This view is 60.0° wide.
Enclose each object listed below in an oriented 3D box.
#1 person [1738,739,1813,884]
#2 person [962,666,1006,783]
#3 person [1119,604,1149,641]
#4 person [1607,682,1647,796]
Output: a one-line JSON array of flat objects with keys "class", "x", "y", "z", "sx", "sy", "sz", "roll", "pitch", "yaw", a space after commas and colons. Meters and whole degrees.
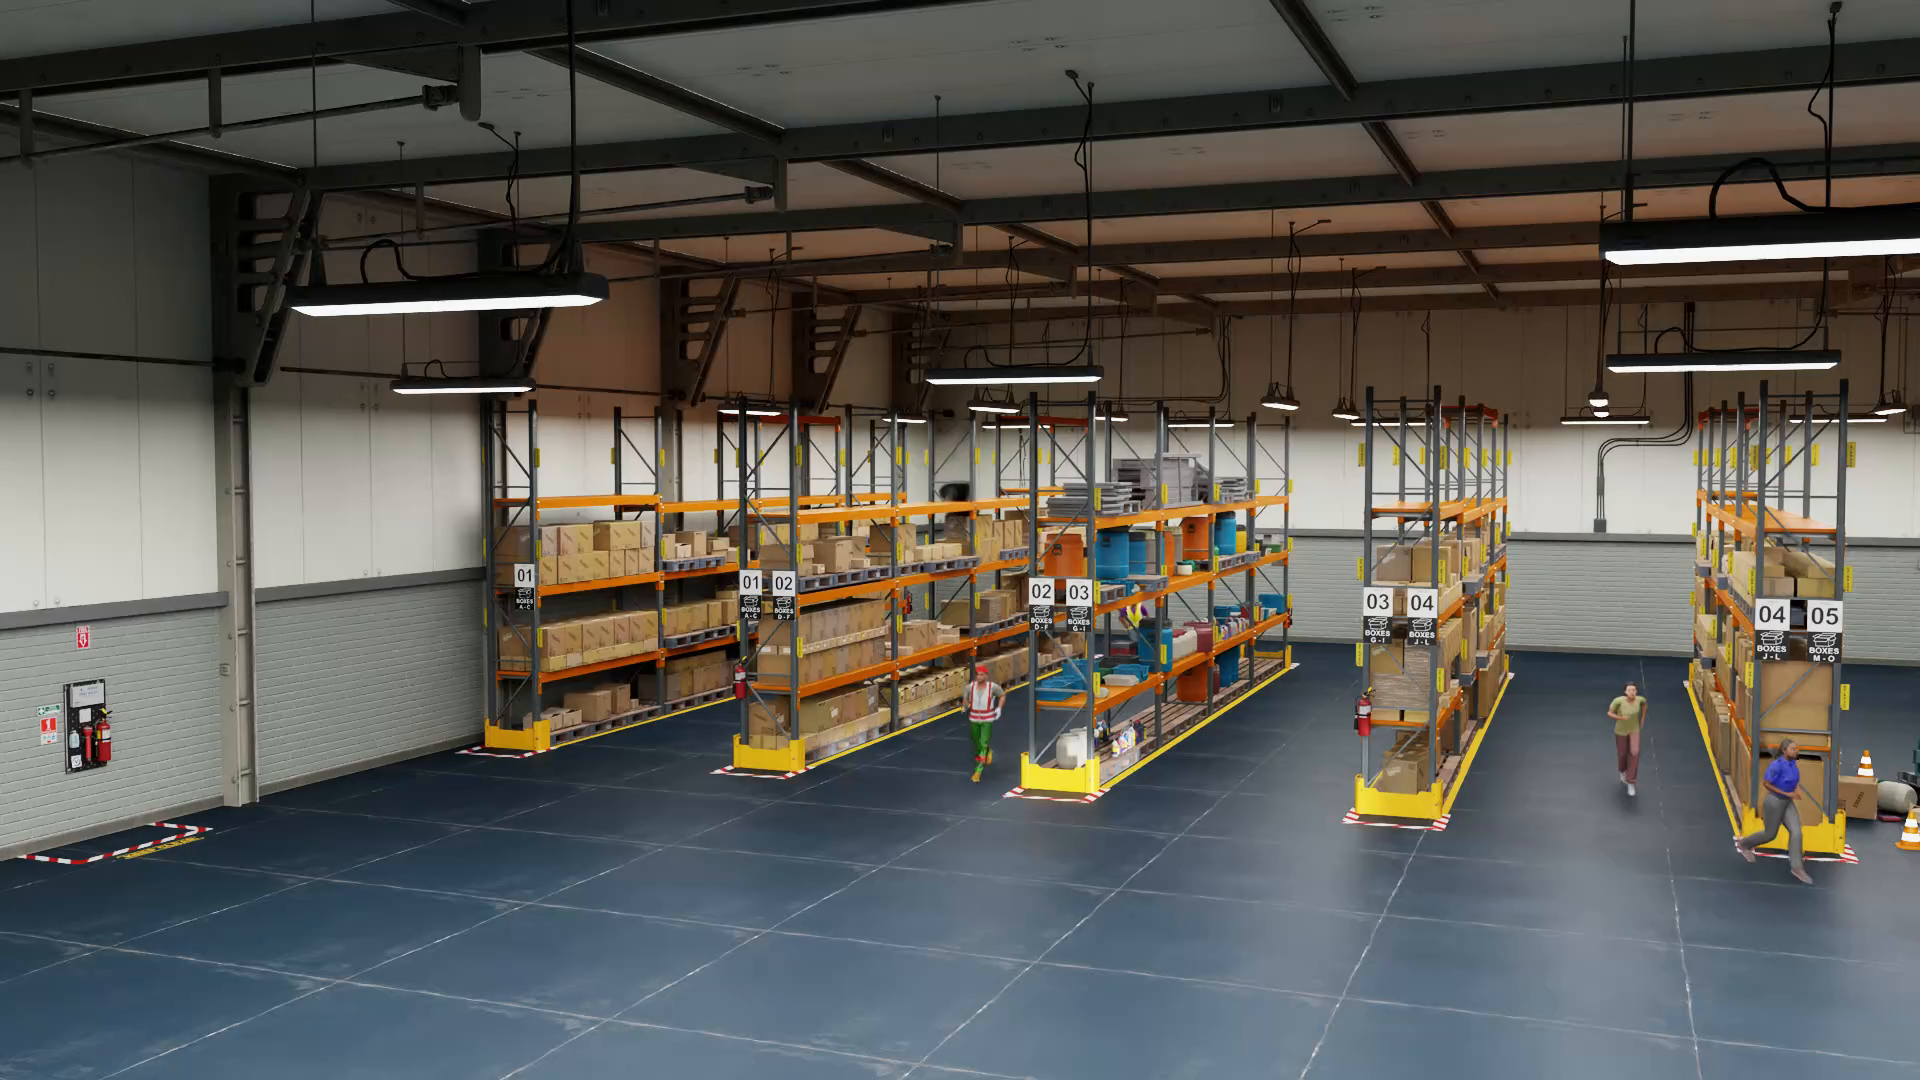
[{"class": "person", "x": 9.814, "y": 3.198, "z": 19.949, "sx": 0.600, "sy": 1.659, "sz": 0.978, "roll": -2, "pitch": 3, "yaw": -29}, {"class": "person", "x": 0.362, "y": 2.839, "z": 26.077, "sx": 0.666, "sy": 1.775, "sz": 1.015, "roll": 1, "pitch": 3, "yaw": 17}, {"class": "person", "x": 4.257, "y": 2.153, "z": 40.617, "sx": 0.726, "sy": 1.701, "sz": 0.635, "roll": 0, "pitch": 3, "yaw": -2}, {"class": "person", "x": 10.070, "y": 2.947, "z": 25.120, "sx": 0.578, "sy": 1.671, "sz": 1.012, "roll": 1, "pitch": 3, "yaw": 17}]
